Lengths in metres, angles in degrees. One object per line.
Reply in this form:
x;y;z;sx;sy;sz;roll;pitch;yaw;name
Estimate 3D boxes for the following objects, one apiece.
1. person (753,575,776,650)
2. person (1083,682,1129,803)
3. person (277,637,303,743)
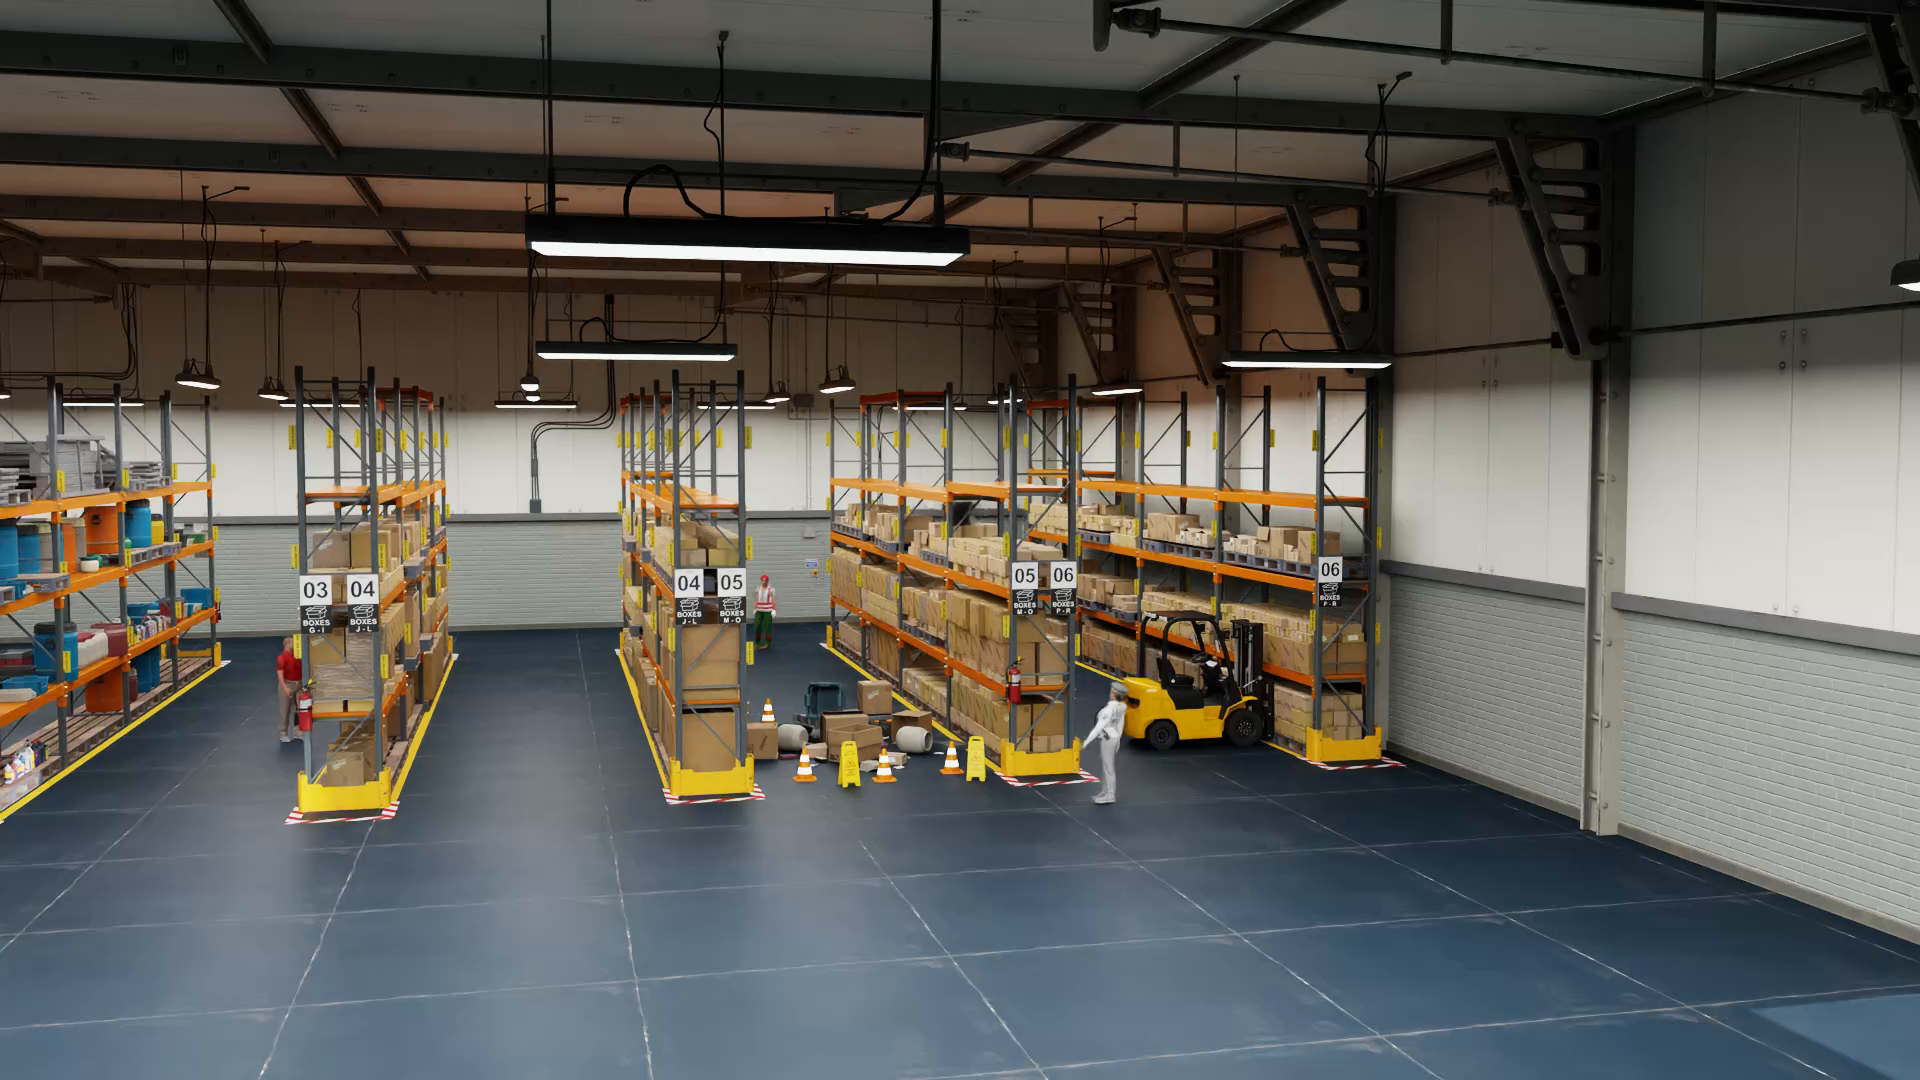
-4.710;1.740;39.919;0.586;1.824;0.464;2;4;28;person
2.015;2.794;22.951;0.628;1.688;0.488;0;3;7;person
-11.127;2.491;27.714;0.475;1.746;0.576;2;4;27;person
